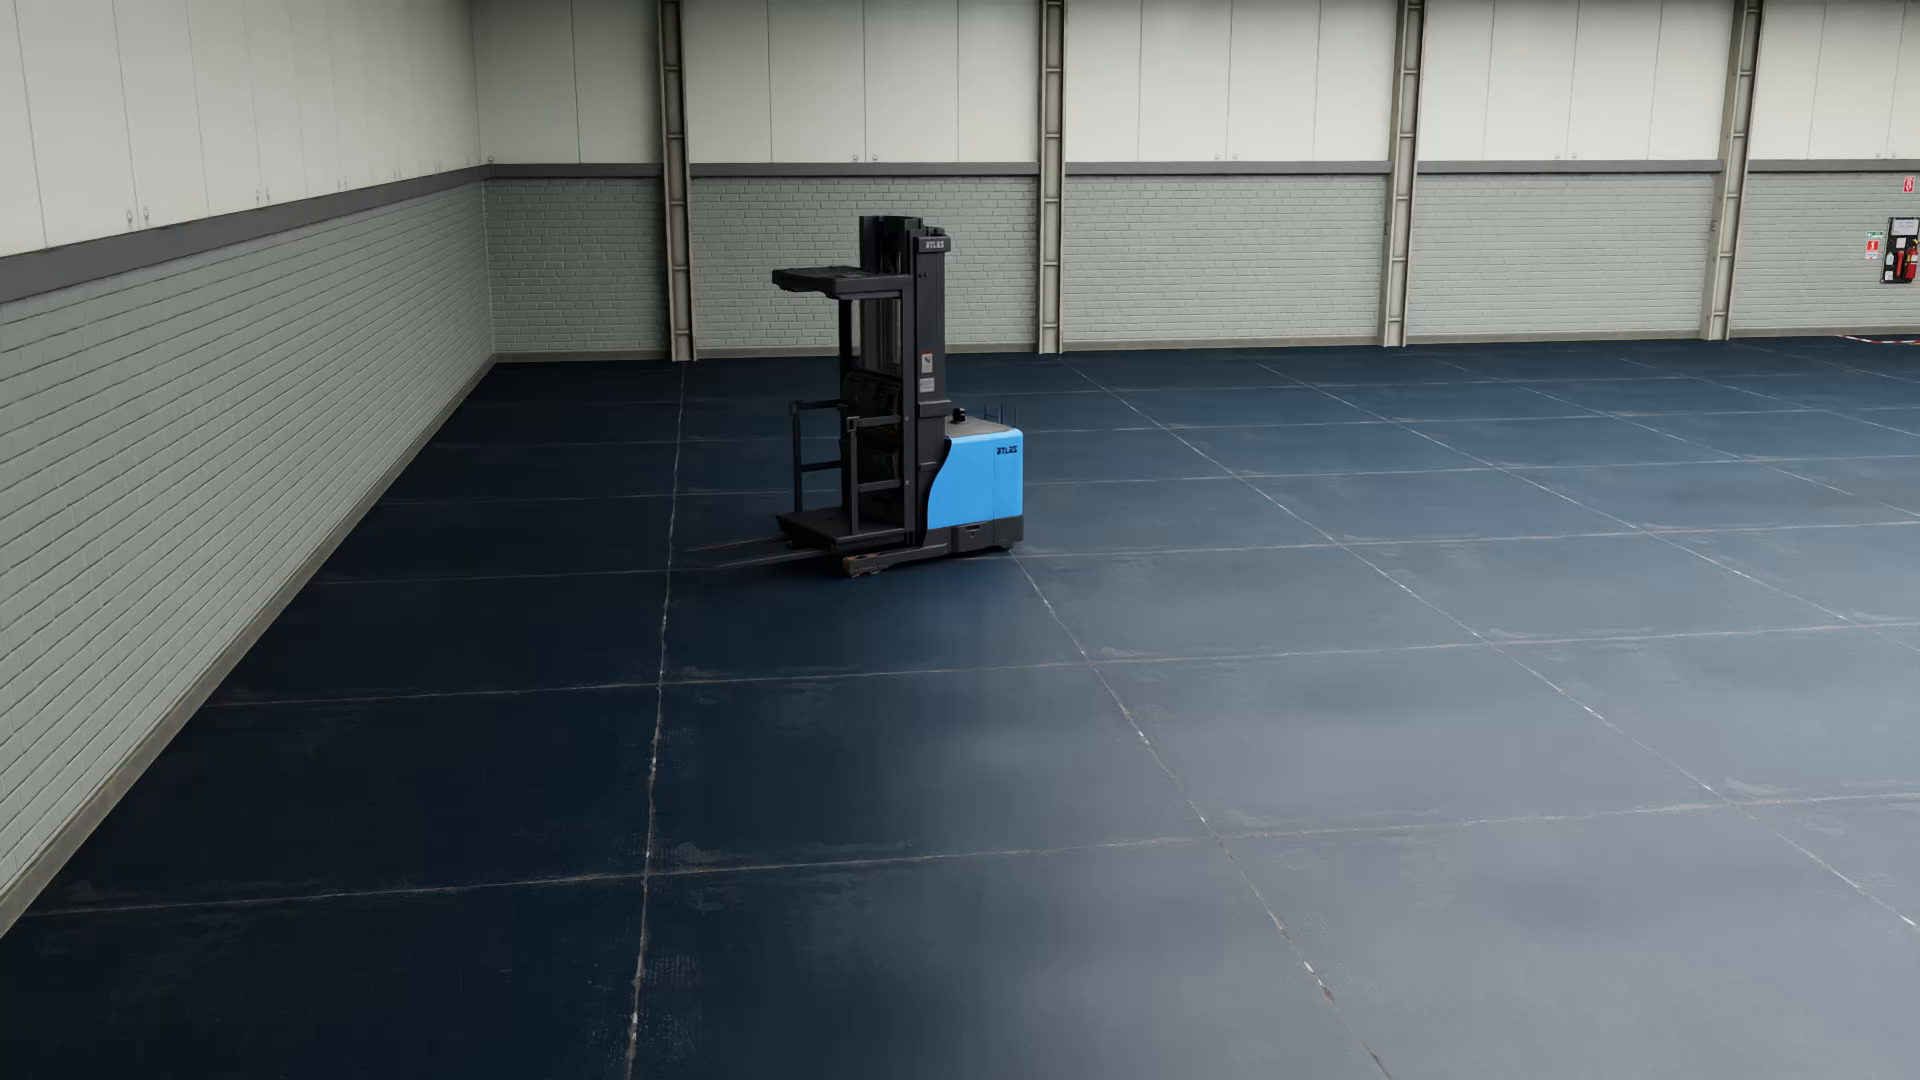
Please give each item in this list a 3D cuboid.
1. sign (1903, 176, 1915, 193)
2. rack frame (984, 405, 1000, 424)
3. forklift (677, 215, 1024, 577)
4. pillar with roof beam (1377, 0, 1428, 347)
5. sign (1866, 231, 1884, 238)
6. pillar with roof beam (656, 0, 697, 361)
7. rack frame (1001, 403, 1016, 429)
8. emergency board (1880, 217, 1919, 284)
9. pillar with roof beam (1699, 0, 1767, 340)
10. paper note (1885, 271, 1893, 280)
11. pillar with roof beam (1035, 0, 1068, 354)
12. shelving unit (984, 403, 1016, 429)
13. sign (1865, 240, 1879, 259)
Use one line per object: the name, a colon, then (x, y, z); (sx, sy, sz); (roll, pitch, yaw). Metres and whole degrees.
sign: (16.808, -6.303, 29.452); (0.199, 0.298, 0.001); (-2, 14, -8)
rack frame: (0.293, -0.632, 15.303); (0.006, 1.200, 0.240); (-9, 17, -32)
forklift: (-0.940, -1.254, 14.226); (3.031, 2.935, 1.130); (-9, 17, -32)
pillar with roof beam: (8.055, -6.675, 23.367); (0.400, 9.000, 9.100); (-2, 14, -8)
sign: (16.274, -5.432, 29.582); (0.331, 0.109, 0.001); (-2, 14, -8)
pillar with roof beam: (-3.811, -6.240, 21.633); (0.400, 9.000, 9.100); (-2, 14, -8)
rack frame: (0.446, -0.656, 15.401); (0.006, 1.200, 0.240); (-9, 17, -32)
emergency board: (16.831, -5.155, 29.639); (0.643, 1.169, 0.194); (-2, 14, -8)
pillar with roof beam: (13.988, -6.892, 24.234); (0.400, 9.000, 9.100); (-2, 14, -8)
paper note: (16.645, -4.738, 29.787); (0.142, 0.148, 0.016); (-2, 14, -8)
pillar with roof beam: (2.122, -6.458, 22.500); (0.400, 9.000, 9.100); (-2, 14, -8)
shelving unit: (0.370, -0.644, 15.352); (0.189, 1.200, 0.258); (-9, 17, -32)
sign: (16.268, -5.177, 29.654); (0.234, 0.329, 0.001); (-2, 14, -8)
